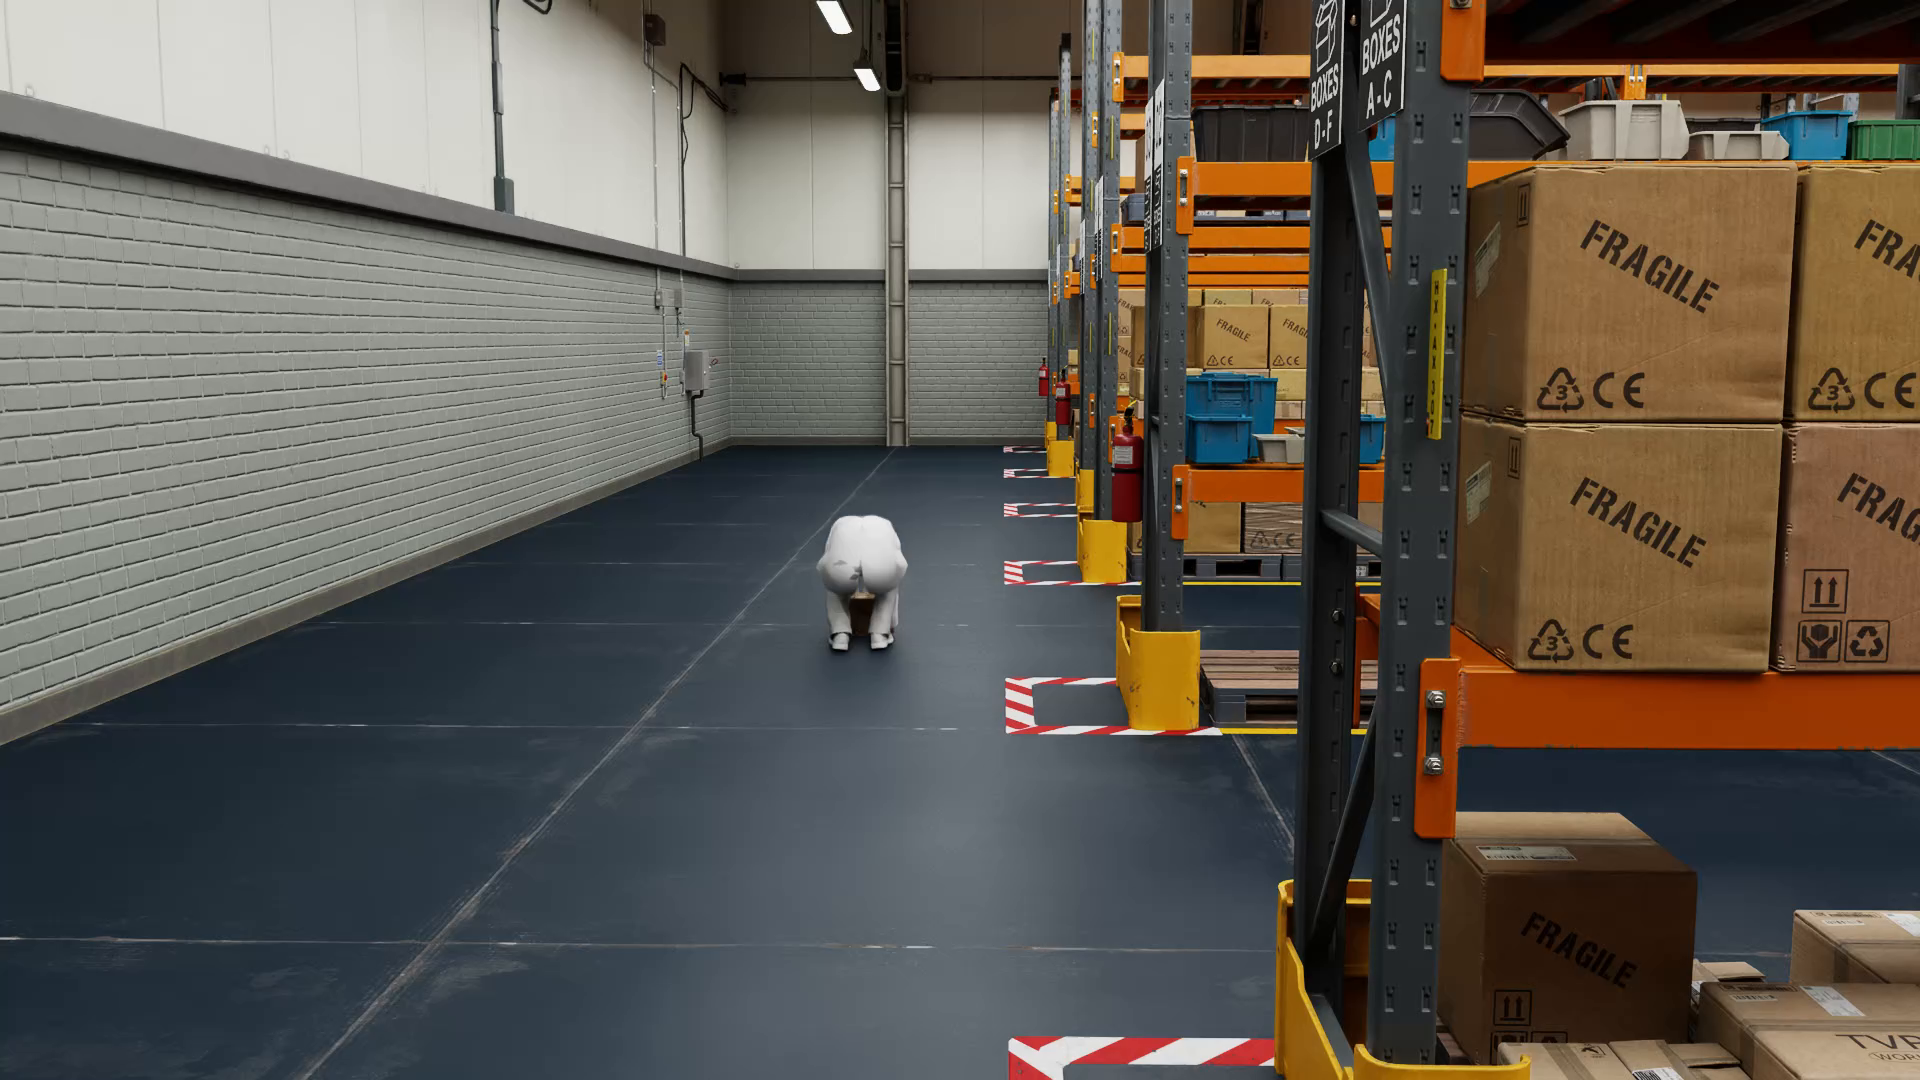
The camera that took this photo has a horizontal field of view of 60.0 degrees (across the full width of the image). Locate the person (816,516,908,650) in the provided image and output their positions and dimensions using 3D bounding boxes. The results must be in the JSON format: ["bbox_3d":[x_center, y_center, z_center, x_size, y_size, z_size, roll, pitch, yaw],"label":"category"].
[{"bbox_3d":[-0.623,0.260,10.662,0.581,0.849,0.952,0,7,0],"label":"person"}]
